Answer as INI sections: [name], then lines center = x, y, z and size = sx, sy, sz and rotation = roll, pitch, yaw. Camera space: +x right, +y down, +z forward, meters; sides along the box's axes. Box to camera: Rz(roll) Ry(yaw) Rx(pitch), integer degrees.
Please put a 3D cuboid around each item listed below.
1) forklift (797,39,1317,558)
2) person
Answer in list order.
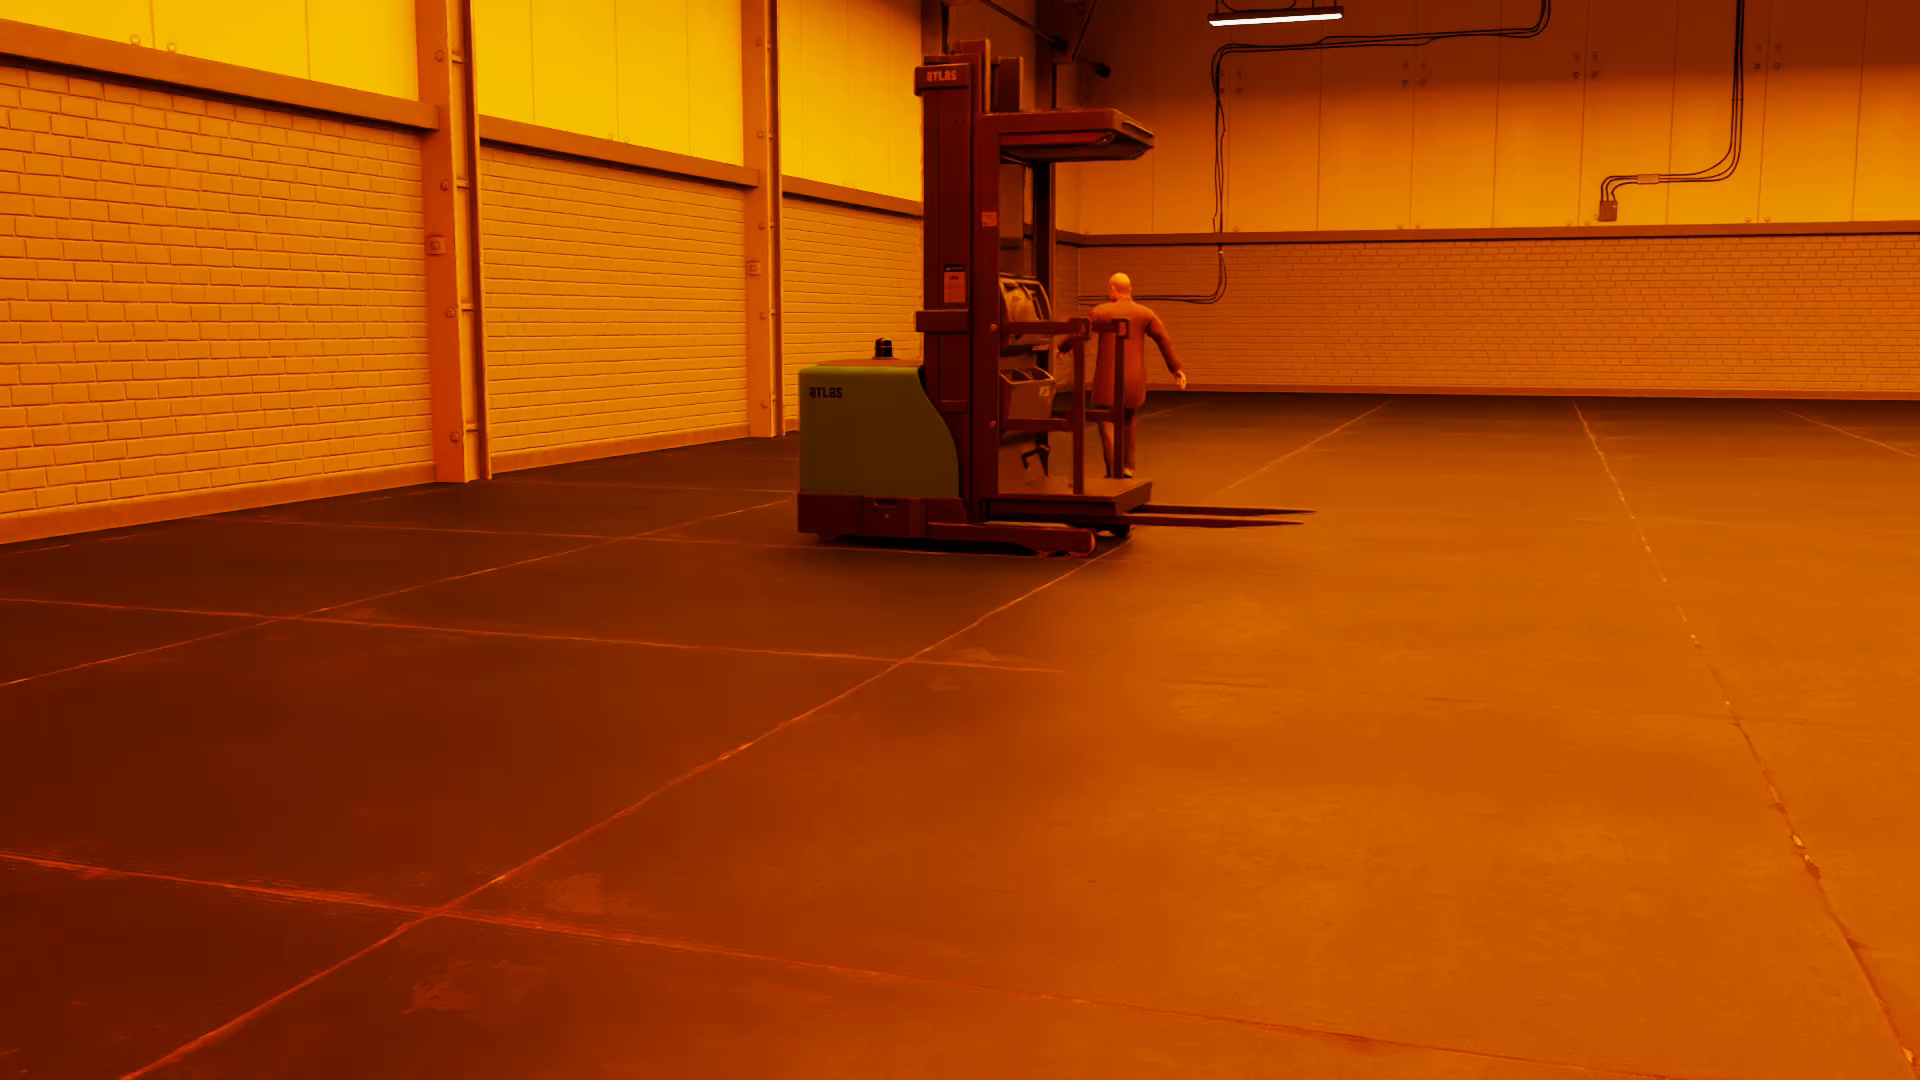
[forklift]
center = 0.582, -1.429, 9.899
size = 3.031, 2.935, 1.130
rotation = 2, 8, 18
[person]
center = 1.366, -1.361, 14.118
size = 1.049, 1.781, 0.758
rotation = -1, 7, -8
